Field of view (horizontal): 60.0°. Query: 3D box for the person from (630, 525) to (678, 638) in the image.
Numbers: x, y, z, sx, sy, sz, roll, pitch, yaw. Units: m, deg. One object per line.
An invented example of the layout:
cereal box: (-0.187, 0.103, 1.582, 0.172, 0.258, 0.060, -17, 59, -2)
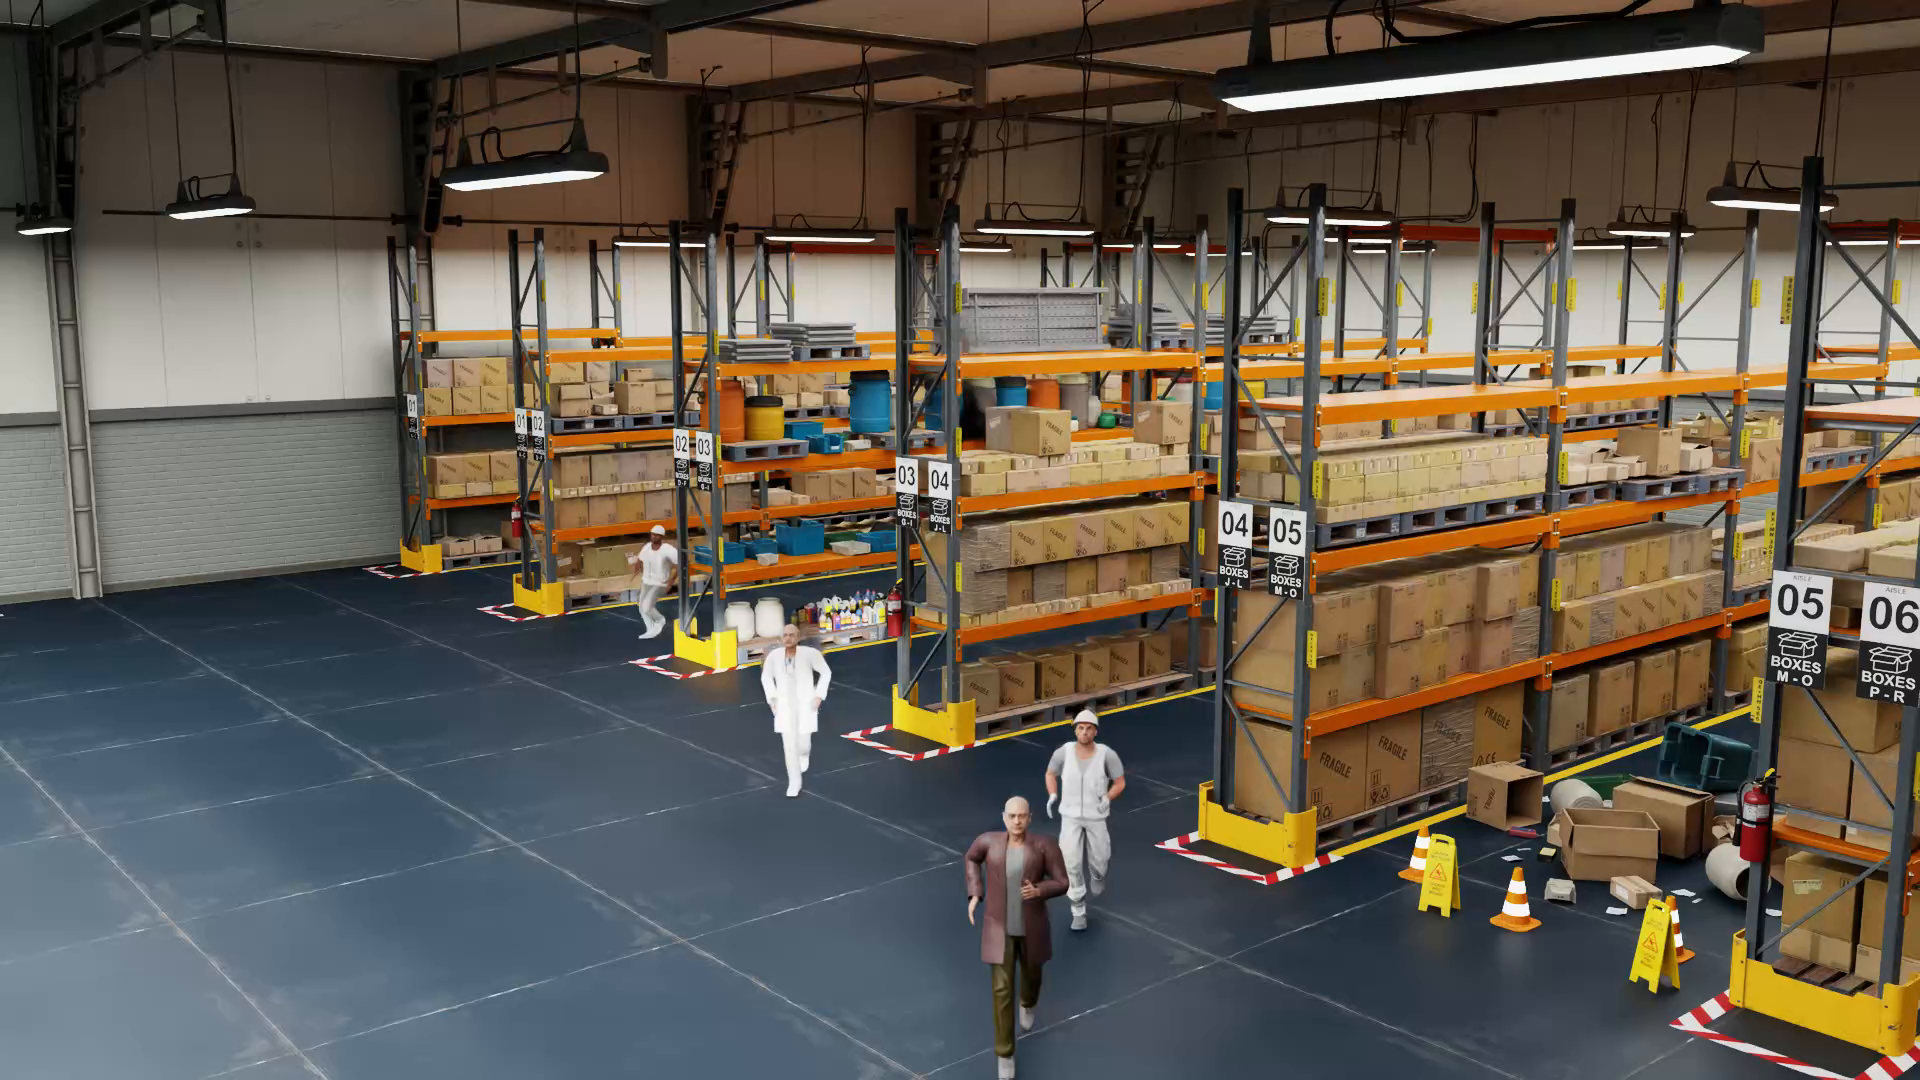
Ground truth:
person: (-4.436, 0.625, 24.086, 0.763, 1.705, 0.518, 6, 10, 32)

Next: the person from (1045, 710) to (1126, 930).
person: (1.004, 2.240, 13.548, 0.652, 1.746, 0.767, 1, 9, 9)

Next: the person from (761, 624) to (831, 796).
person: (-1.674, 1.703, 17.033, 0.718, 1.751, 0.724, 1, 9, 4)

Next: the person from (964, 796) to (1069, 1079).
person: (0.374, 2.573, 11.089, 0.701, 1.764, 1.064, 0, 9, 1)
